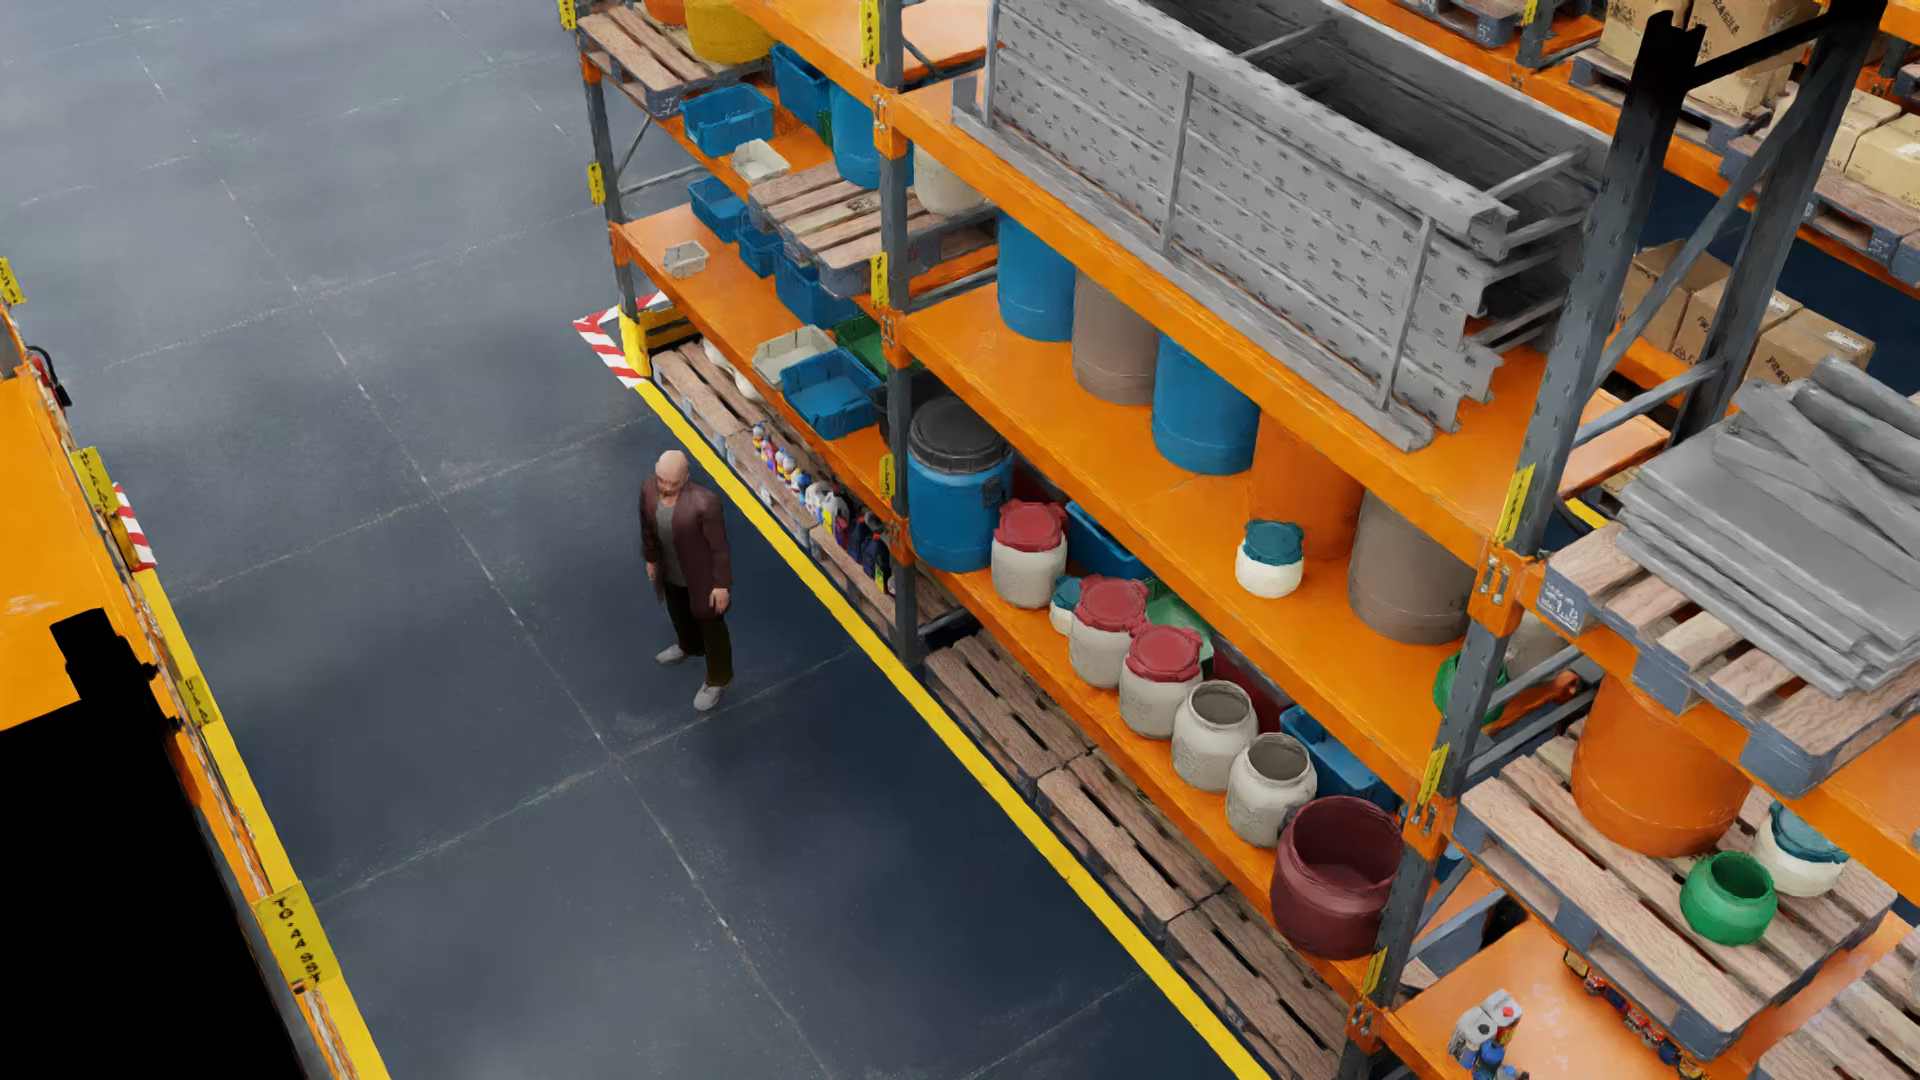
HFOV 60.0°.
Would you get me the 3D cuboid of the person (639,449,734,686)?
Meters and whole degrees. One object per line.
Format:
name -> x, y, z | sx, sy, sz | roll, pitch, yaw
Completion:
person -> -1.592, 0.139, 9.814 | 0.652, 1.704, 0.380 | 21, 47, 22
